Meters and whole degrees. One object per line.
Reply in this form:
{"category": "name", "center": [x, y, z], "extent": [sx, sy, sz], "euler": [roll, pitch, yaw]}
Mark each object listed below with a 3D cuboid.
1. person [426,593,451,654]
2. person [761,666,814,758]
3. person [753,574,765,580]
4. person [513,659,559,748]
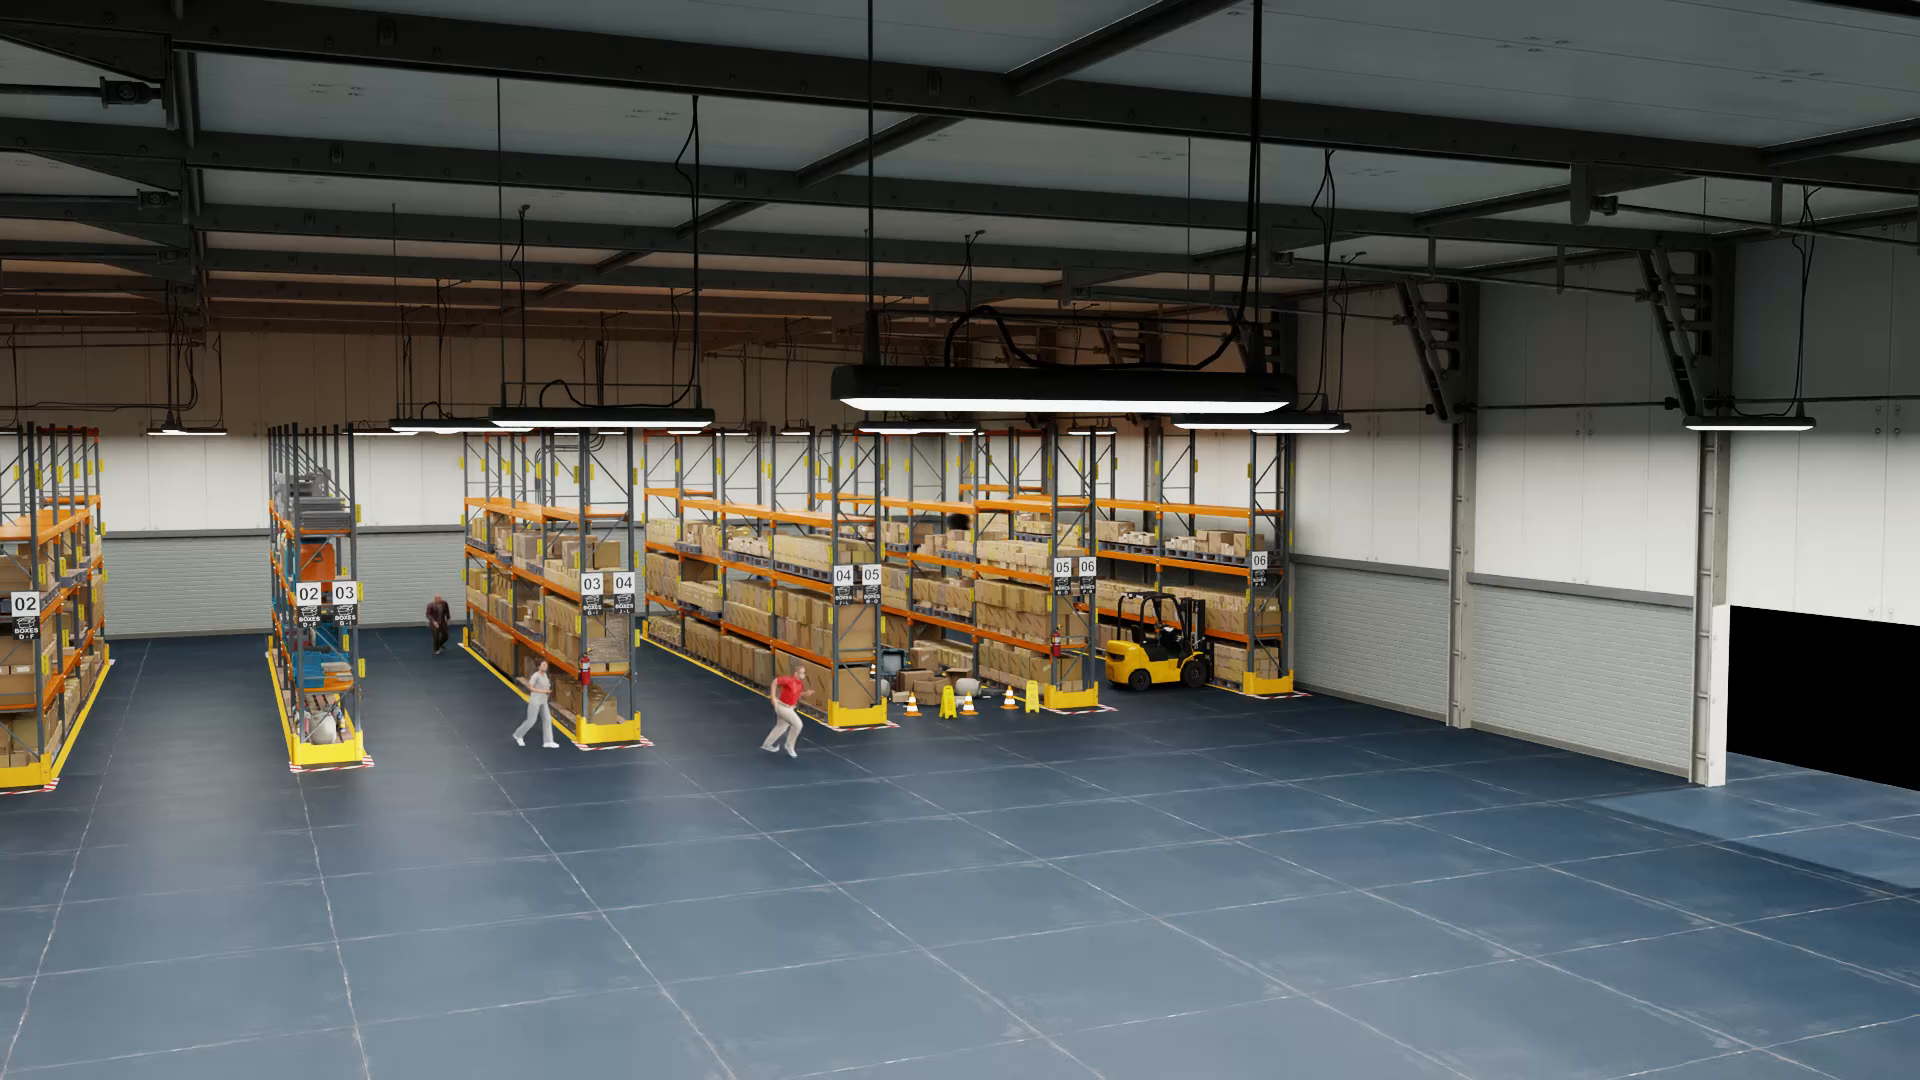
{"category": "person", "center": [-13.818, 2.211, 44.037], "extent": [0.733, 1.652, 0.864], "euler": [-3, 4, -37]}
{"category": "person", "center": [-3.124, 3.086, 29.892], "extent": [1.017, 1.677, 0.685], "euler": [1, 4, 18]}
{"category": "person", "center": [-6.323, 1.709, 52.242], "extent": [0.577, 1.715, 0.795], "euler": [2, 4, 34]}
{"category": "person", "center": [-7.819, 3.000, 30.685], "extent": [0.962, 1.639, 0.555], "euler": [2, 4, 26]}
